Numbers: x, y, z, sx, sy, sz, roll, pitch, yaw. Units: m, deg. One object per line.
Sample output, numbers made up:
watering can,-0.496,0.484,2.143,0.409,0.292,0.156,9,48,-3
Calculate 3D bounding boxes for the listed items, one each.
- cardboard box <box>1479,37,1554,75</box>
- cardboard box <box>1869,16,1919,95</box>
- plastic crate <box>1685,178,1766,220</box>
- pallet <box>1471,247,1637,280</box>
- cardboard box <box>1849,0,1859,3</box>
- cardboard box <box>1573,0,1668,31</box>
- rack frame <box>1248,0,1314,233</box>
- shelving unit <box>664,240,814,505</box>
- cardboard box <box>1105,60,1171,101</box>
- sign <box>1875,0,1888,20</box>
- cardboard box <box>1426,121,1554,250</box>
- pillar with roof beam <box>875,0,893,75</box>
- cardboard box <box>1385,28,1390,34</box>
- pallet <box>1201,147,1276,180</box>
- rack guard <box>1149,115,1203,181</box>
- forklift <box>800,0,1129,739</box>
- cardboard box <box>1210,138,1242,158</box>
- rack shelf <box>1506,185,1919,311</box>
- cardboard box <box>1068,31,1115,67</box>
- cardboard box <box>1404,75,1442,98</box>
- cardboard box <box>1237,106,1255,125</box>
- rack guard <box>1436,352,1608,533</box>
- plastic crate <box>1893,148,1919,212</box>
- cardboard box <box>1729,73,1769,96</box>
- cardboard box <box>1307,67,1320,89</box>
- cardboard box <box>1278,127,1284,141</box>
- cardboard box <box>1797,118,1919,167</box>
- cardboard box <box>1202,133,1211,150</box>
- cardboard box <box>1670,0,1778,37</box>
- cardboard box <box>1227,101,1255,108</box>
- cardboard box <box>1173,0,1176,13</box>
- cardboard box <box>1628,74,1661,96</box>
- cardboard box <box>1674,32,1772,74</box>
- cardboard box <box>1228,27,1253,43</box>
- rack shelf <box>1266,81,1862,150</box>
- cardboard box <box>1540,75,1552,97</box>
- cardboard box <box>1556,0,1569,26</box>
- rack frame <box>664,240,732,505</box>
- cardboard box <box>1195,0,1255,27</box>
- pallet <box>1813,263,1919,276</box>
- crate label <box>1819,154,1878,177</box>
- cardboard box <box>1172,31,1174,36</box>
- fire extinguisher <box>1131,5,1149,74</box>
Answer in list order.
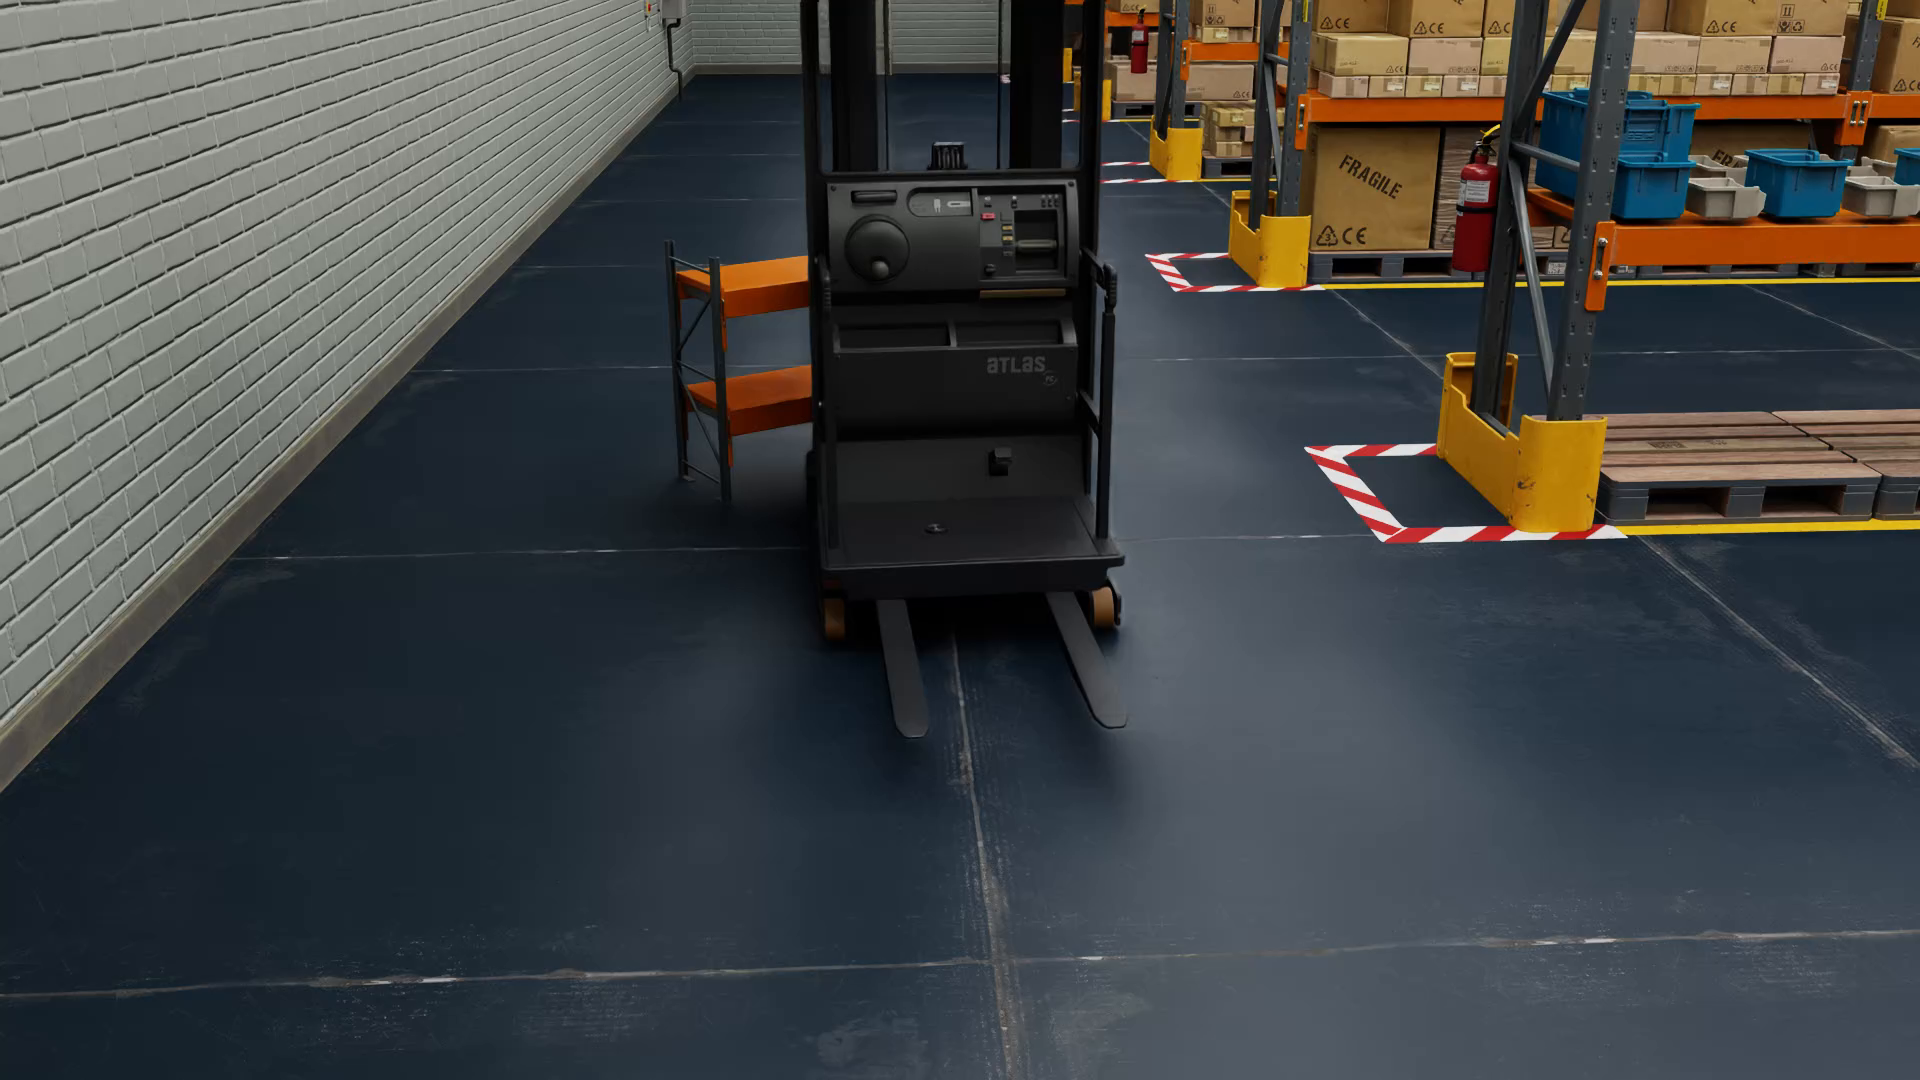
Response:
cardboard box,3.814,-3.411,11.658,0.500,0.250,0.500,-2,21,-5
cardboard box,6.766,-3.455,11.840,0.500,0.500,0.500,-1,21,-3
plastic crate,3.172,-1.417,6.914,0.298,0.136,0.250,-1,21,-3
pallet,4.308,-2.171,12.527,1.213,0.211,1.003,-1,21,-3
cardboard box,8.609,-5.358,16.323,0.250,0.149,0.380,-1,21,-3
cardboard box,4.789,-3.969,12.069,0.500,0.500,0.500,-2,21,-5
rack frame,2.299,-3.407,11.853,0.127,3.000,1.000,-1,21,-3
shelving unit,-0.766,-0.861,7.801,1.048,1.125,0.538,-14,25,-32
cardboard box,2.387,-5.975,21.609,0.875,0.438,0.875,-2,21,-5
sign,6.326,-3.732,11.381,0.005,0.325,0.100,-1,21,-3
cardboard box,3.842,-2.670,12.314,0.875,0.875,0.875,-1,21,-3
pillar with roof beam,-1.051,-10.230,21.343,0.400,9.000,9.100,-1,21,-3
cardboard box,3.274,-3.590,12.127,0.500,0.250,0.500,-2,21,-4
pallet,3.006,-3.873,16.997,1.213,0.211,1.003,-1,21,-3
rack guard,2.193,-4.004,16.935,0.348,0.500,1.175,-1,21,-3
forklift,0.003,-1.122,5.948,1.130,2.935,3.031,-2,21,-6
cardboard box,2.658,-3.931,16.648,0.250,0.149,0.380,-1,21,-2
rack shelf,4.579,-1.352,7.466,4.000,0.370,1.077,-1,21,-3
cardboard box,2.063,-7.699,26.044,0.637,0.503,0.797,-2,21,-5
cardboard box,3.184,-3.190,11.638,0.250,0.149,0.380,-2,21,-4
cardboard box,2.928,-4.251,16.651,0.250,0.149,0.380,-1,21,-2
rack guard,2.559,-0.474,7.663,0.348,0.500,1.175,-1,21,-3
plastic crate,4.162,-1.512,7.027,0.300,0.233,0.416,-1,21,-3
cardboard box,5.494,-3.237,11.762,0.250,0.149,0.380,-2,21,-4
cardboard box,2.636,-3.413,12.224,0.250,0.149,0.380,-1,21,-2
cardboard box,3.171,-4.115,16.712,0.250,0.149,0.380,-1,21,-2
cardboard box,6.931,-2.711,12.423,0.875,0.875,1.225,-1,21,-3
cardboard box,2.631,-4.119,17.141,0.250,0.149,0.380,-1,21,-2
cardboard box,5.349,-3.794,11.610,0.500,0.500,0.500,-1,21,-2
cardboard box,2.885,-4.398,17.037,0.250,0.149,0.380,-1,21,-2
cardboard box,2.733,-6.902,20.892,0.500,0.500,0.500,-1,21,-4
cardboard box,4.724,-3.222,11.720,0.250,0.149,0.380,-1,21,-4
cardboard box,5.351,-3.443,11.742,0.500,0.250,0.500,-1,21,-1
cardboard box,2.711,-4.963,16.295,0.250,0.149,0.380,0,21,-1
rack shelf,4.296,-3.111,12.088,4.000,0.370,1.077,-1,21,-3
cardboard box,3.956,-3.206,11.680,0.250,0.149,0.380,-1,21,-4
cardboard box,5.644,-5.327,16.340,0.500,0.500,0.500,-1,21,-3
rack frame,-1.186,-0.759,7.534,0.032,1.125,0.500,-14,25,-32
cardboard box,2.581,-5.267,16.182,0.500,0.500,0.500,0,21,0
pallet,7.059,-2.227,12.674,1.213,0.211,1.003,-1,21,-3
crate label,3.953,-1.648,7.520,0.243,0.136,0.396,-1,21,-3
cardboard box,3.452,-7.676,25.989,0.500,0.500,0.500,-1,21,-2
fire extinguisher,1.839,-5.119,16.984,0.183,0.674,0.296,-1,21,-3
